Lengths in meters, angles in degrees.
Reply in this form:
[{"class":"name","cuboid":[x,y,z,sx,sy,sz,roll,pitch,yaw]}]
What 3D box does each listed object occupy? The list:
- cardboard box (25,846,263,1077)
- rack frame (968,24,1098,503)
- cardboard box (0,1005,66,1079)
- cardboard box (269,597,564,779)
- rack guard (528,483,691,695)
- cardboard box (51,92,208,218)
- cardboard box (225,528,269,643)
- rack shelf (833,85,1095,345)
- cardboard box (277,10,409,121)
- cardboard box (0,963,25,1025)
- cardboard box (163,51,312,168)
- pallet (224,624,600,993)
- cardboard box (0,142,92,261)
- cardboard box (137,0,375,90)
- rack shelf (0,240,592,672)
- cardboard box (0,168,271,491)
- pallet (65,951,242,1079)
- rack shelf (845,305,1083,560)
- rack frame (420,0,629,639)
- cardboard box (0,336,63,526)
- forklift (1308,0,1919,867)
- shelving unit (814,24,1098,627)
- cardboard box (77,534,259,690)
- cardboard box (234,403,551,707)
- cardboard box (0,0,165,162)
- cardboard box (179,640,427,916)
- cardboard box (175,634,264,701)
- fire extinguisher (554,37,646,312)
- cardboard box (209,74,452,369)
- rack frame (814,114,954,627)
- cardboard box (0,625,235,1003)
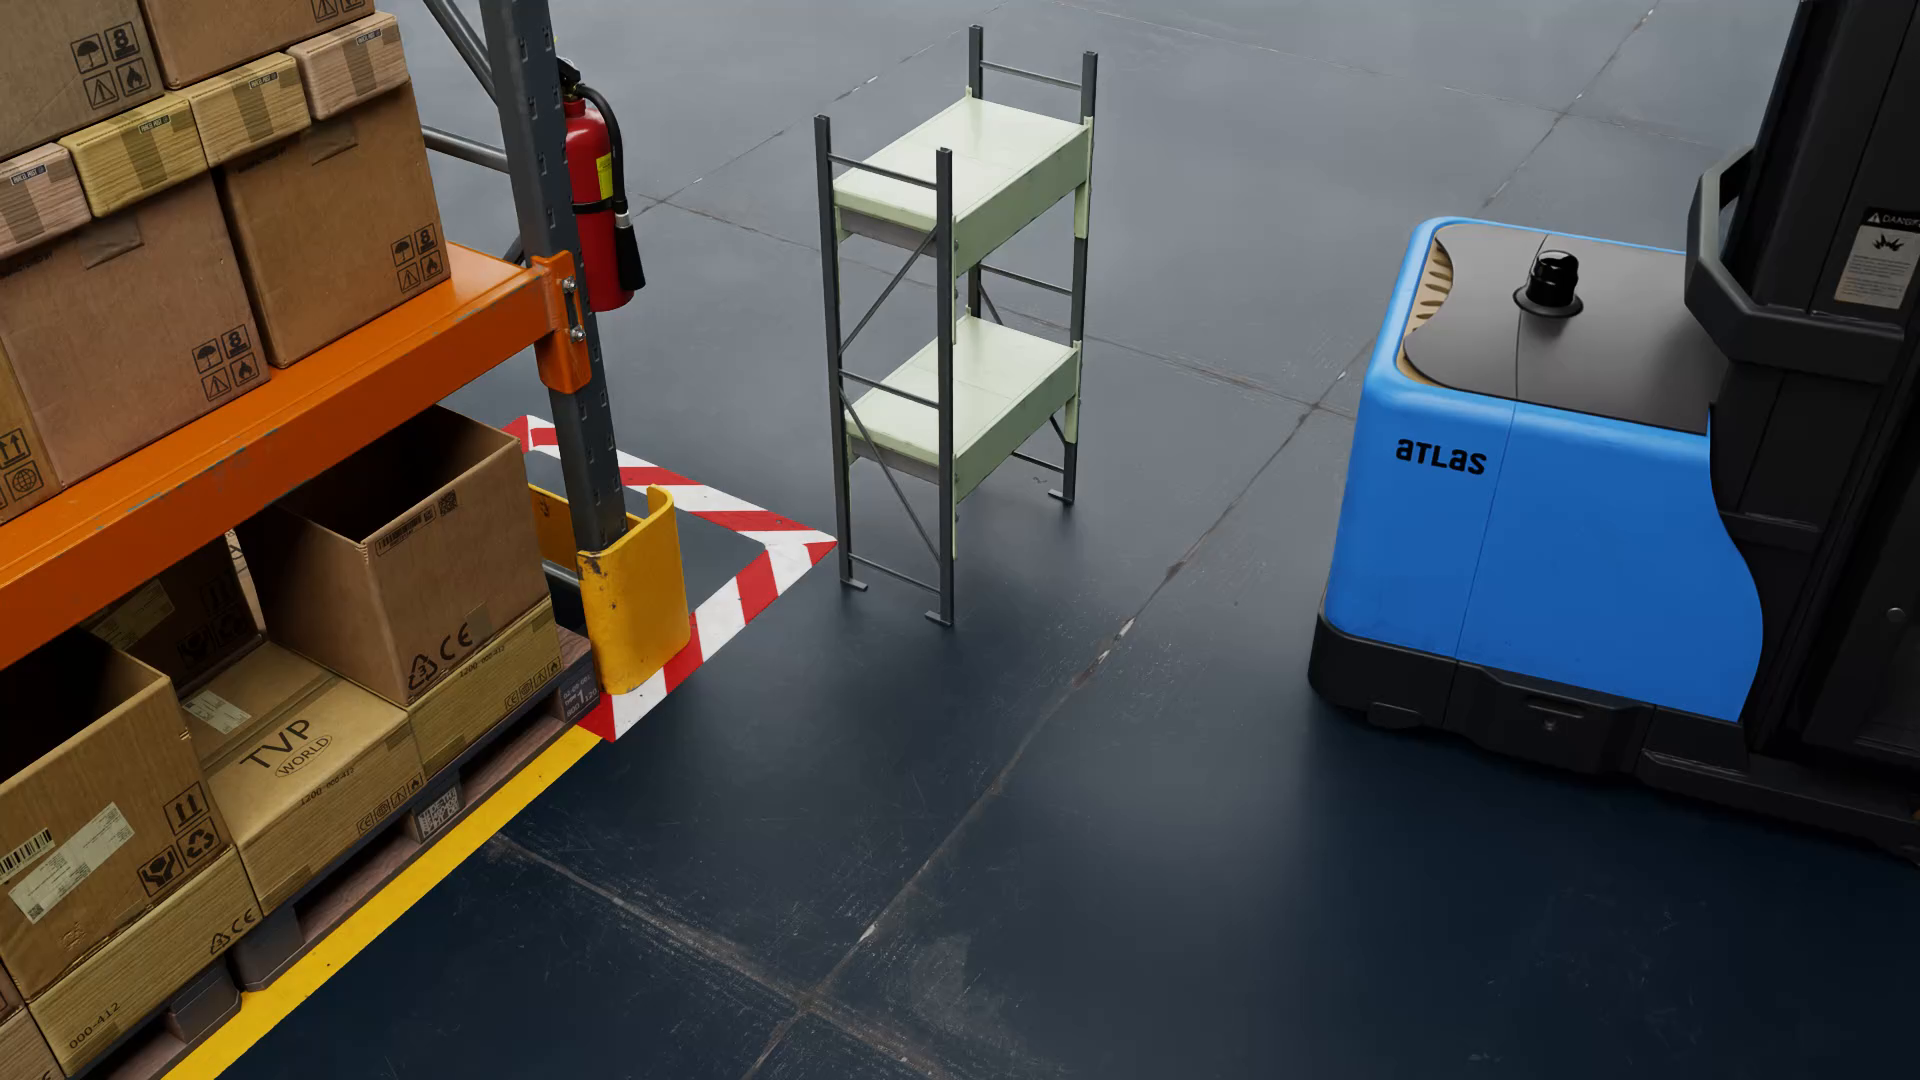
[{"class":"cardboard box","cuboid":[-1.925,0.813,3.647,0.500,0.250,0.500,21,42,25]},{"class":"rack frame","cuboid":[0.200,-0.786,5.041,0.400,1.500,0.023,21,42,25]},{"class":"cardboard box","cuboid":[-2.194,1.070,3.313,0.500,0.250,0.500,21,42,25]},{"class":"cardboard box","cuboid":[-1.401,0.293,4.321,0.500,0.250,0.500,21,42,25]},{"class":"rack guard","cuboid":[-1.350,-0.025,4.873,1.175,0.500,0.348,21,42,25]},{"class":"cardboard box","cuboid":[-1.683,-0.773,3.183,0.380,0.149,0.250,21,42,24]},{"class":"cardboard box","cuboid":[-1.838,0.123,4.541,0.500,0.250,0.500,21,42,25]},{"class":"rack shelf","cuboid":[0.004,-0.907,4.558,0.431,0.370,0.720,21,42,25]},{"class":"cardboard box","cuboid":[-1.407,-1.040,3.529,0.380,0.149,0.250,20,42,24]},{"class":"cardboard box","cuboid":[-2.191,0.774,3.083,0.500,0.500,0.500,21,42,25]},{"class":"cardboard box","cuboid":[-1.546,-0.905,3.354,0.380,0.149,0.250,22,43,26]},{"class":"pallet","cuboid":[-1.737,0.509,4.416,1.003,0.211,1.213,21,42,25]},{"class":"cardboard box","cuboid":[-1.819,-0.644,3.015,0.380,0.149,0.250,22,43,26]},{"class":"cardboard box","cuboid":[-1.652,-1.293,3.325,0.700,0.500,0.500,21,42,25]},{"class":"rack shelf","cuboid":[-2.435,0.313,2.976,1.077,0.370,4.000,21,42,25]},{"class":"cardboard box","cuboid":[-1.901,-0.534,3.404,0.700,0.500,0.500,22,43,26]},{"class":"pallet","cuboid":[-2.392,1.136,3.604,1.003,0.211,1.213,21,42,25]},{"class":"rack shelf","cuboid":[0.004,-0.339,4.996,0.431,0.370,0.720,21,42,25]},{"class":"rack frame","cuboid":[-1.363,-1.003,4.094,1.000,3.000,0.127,21,42,25]},{"class":"cardboard box","cuboid":[-2.172,-0.280,3.074,0.700,0.500,0.500,21,43,25]},{"class":"forklift","cuboid":[2.541,-0.655,3.699,3.031,2.935,1.130,13,39,16]},{"class":"shelving unit","cuboid":[0.004,-0.597,4.797,0.431,1.500,0.755,21,42,25]},{"class":"cardboard box","cuboid":[-2.104,0.085,3.977,0.500,0.500,0.500,21,42,25]},{"class":"cardboard box","cuboid":[-1.399,-0.004,4.092,0.500,0.500,0.500,21,42,25]},{"class":"cardboard box","cuboid":[-1.929,-1.020,2.971,0.700,0.500,0.500,20,42,24]},{"class":"cardboard box","cuboid":[-1.659,0.554,3.982,0.500,0.250,0.500,21,42,25]},{"class":"cardboard box","cuboid":[-2.103,0.382,4.205,0.500,0.250,0.500,21,42,25]},{"class":"fire extinguisher","cuboid":[-0.907,-0.881,4.000,0.296,0.674,0.183,21,42,25]},{"class":"cardboard box","cuboid":[-1.624,-0.806,3.757,0.700,0.500,0.500,21,42,25]},{"class":"rack frame","cuboid":[-0.193,-0.409,4.552,0.400,1.500,0.023,21,42,25]},{"class":"cardboard box","cuboid":[-1.922,0.517,3.417,0.500,0.500,0.500,21,42,25]}]
